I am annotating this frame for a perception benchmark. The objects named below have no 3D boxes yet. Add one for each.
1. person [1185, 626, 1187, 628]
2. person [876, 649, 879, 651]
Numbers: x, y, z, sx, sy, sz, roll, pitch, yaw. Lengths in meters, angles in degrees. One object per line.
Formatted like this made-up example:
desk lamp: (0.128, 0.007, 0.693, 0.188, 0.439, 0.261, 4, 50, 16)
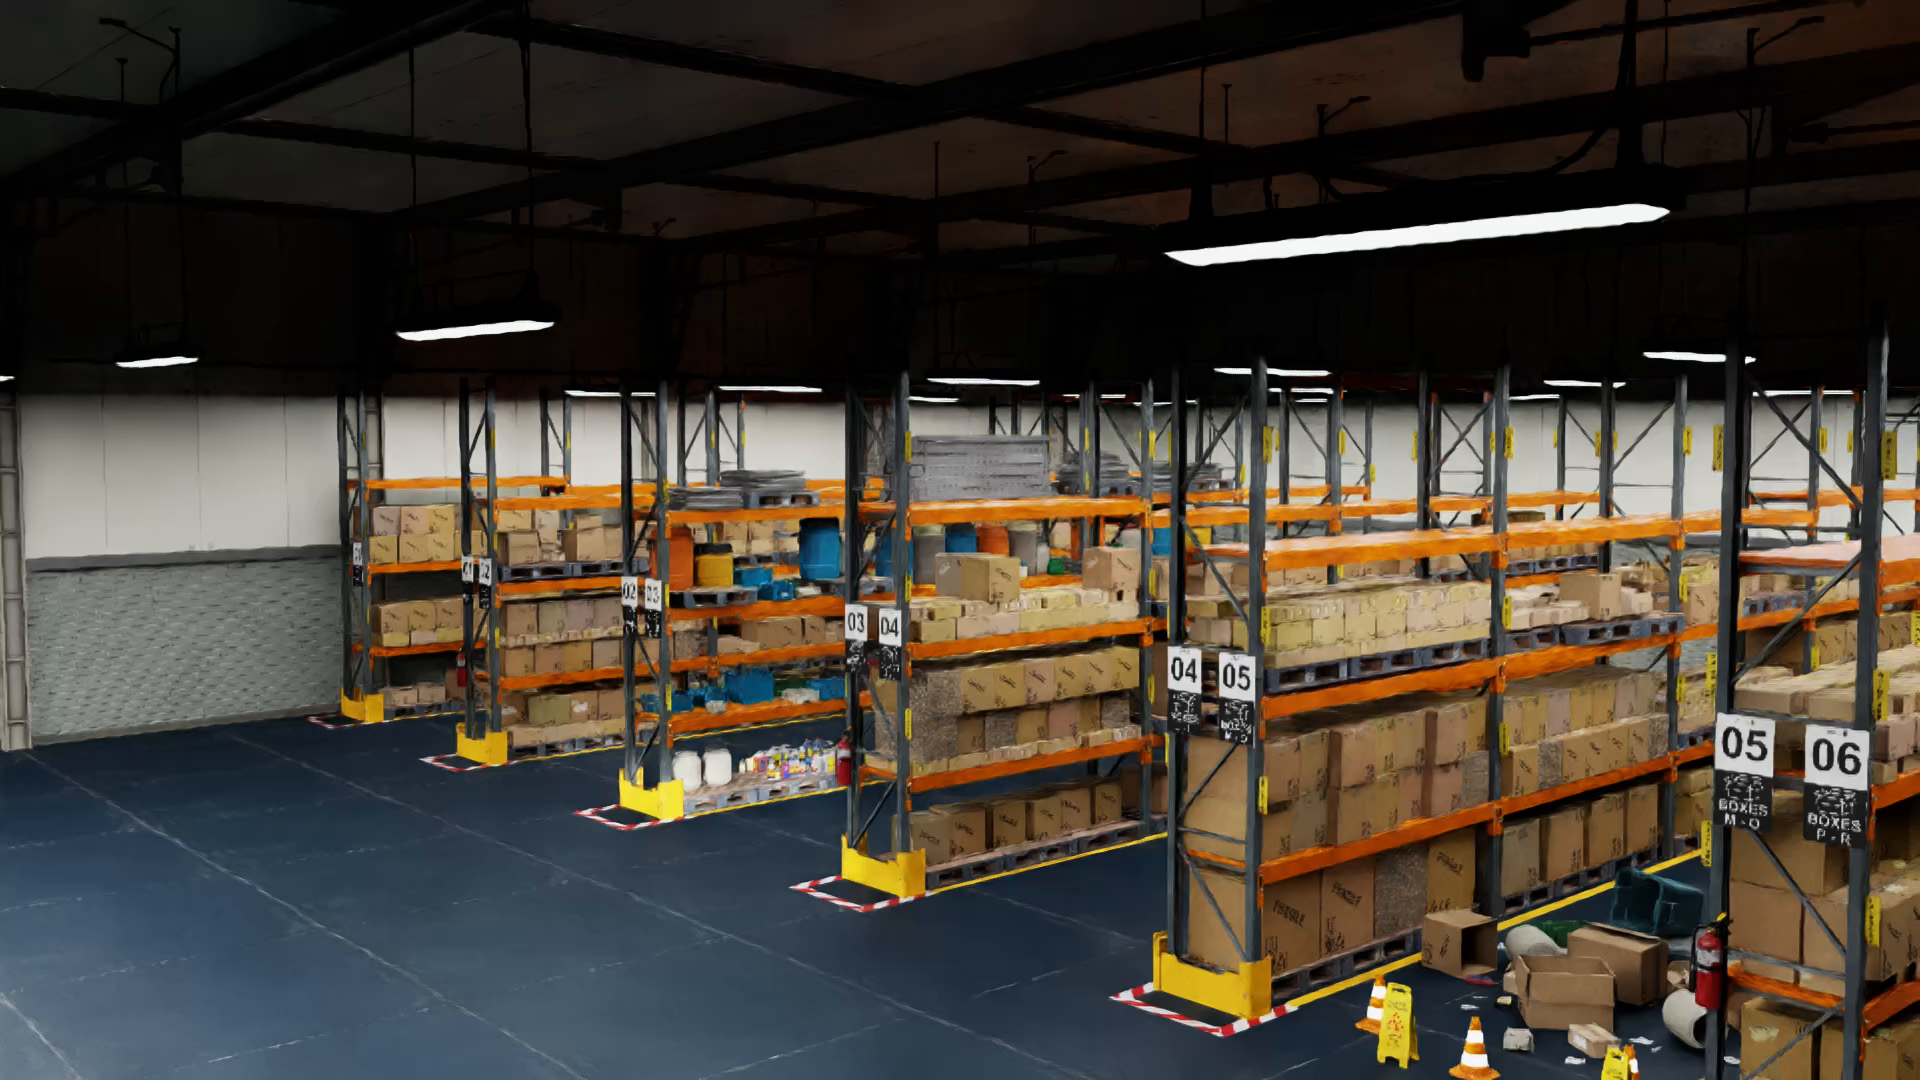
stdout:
person: (5.345, 1.794, 38.808, 0.643, 1.652, 0.485, 1, 4, 8)
person: (-1.531, 1.997, 35.040, 1.045, 1.736, 0.565, -3, 5, -43)
